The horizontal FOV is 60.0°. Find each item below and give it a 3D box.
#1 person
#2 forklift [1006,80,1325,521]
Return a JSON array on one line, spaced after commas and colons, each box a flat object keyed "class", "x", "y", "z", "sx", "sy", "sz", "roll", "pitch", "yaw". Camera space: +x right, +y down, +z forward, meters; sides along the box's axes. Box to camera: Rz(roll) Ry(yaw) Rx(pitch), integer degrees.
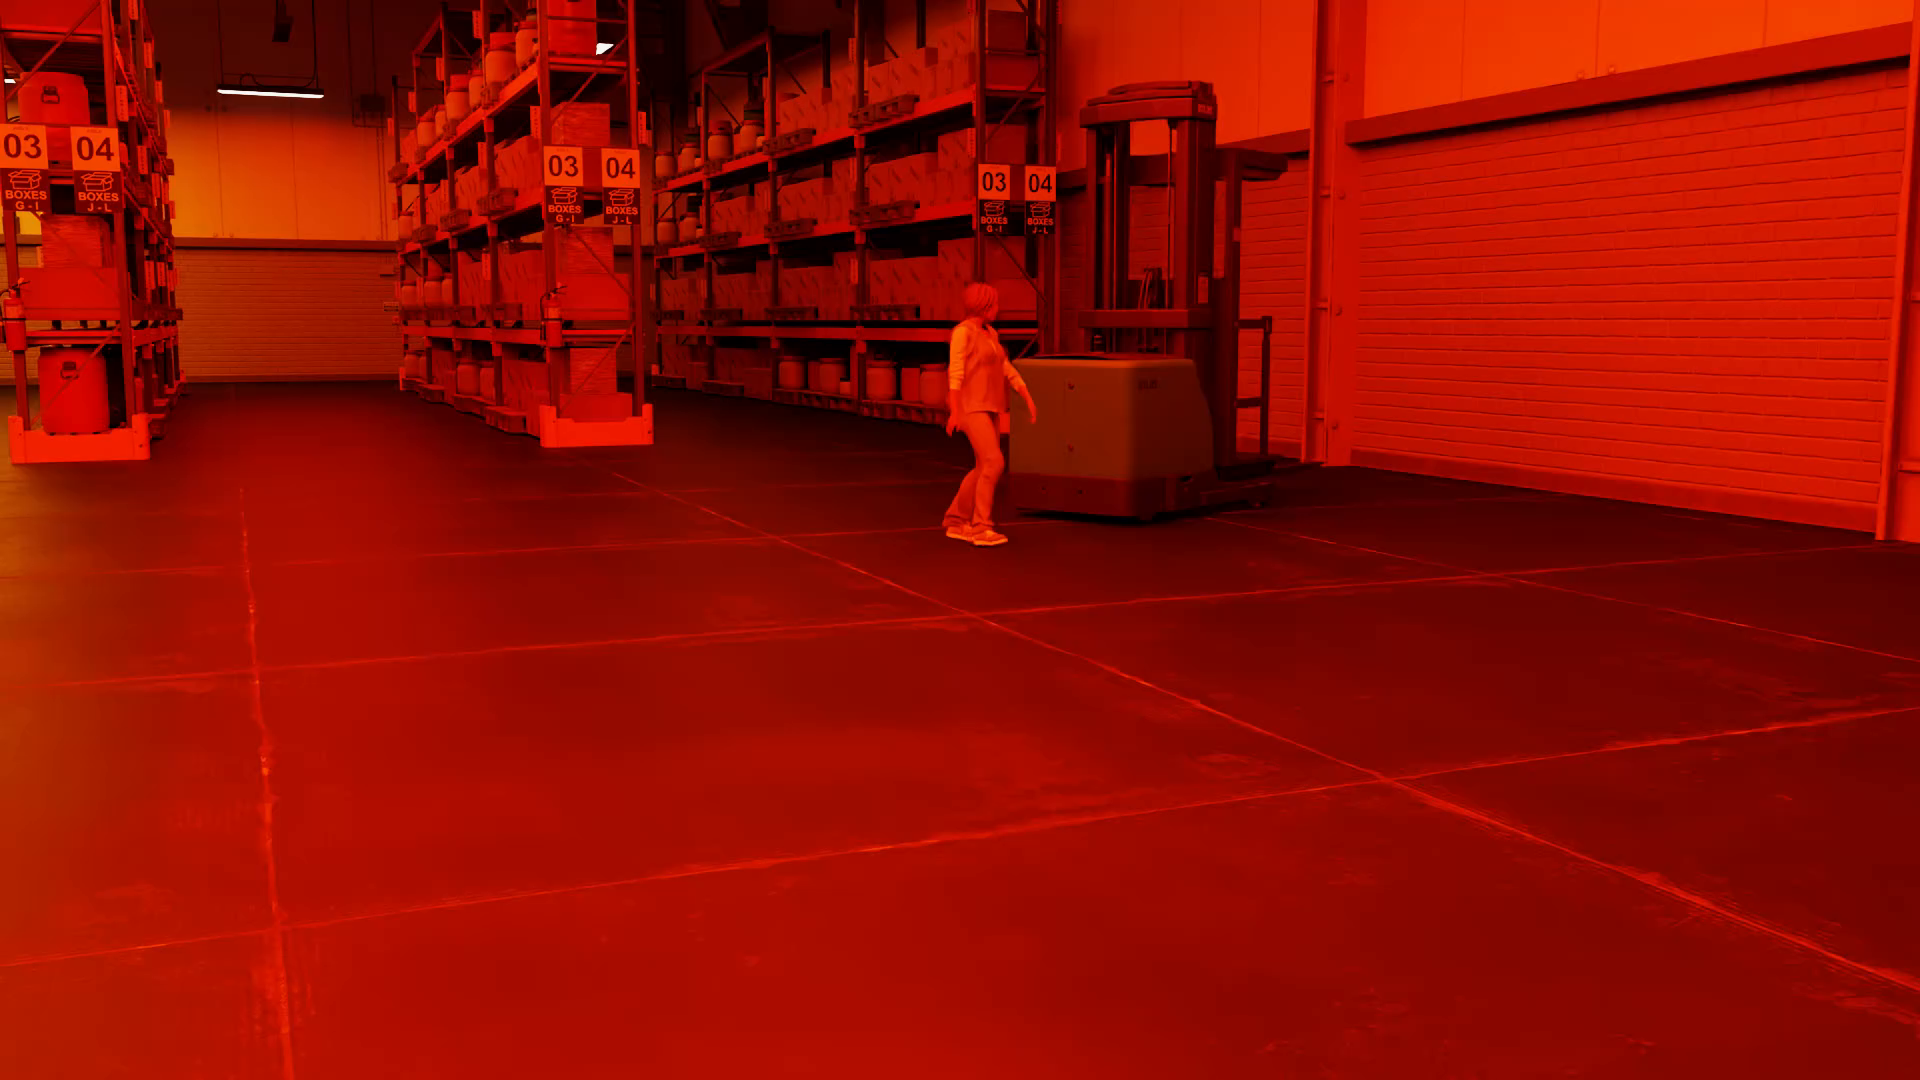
[{"class": "person", "x": 0.119, "y": -0.750, "z": 9.943, "sx": 0.586, "sy": 1.553, "sz": 0.528, "roll": 4, "pitch": 8, "yaw": 26}, {"class": "forklift", "x": 1.648, "y": -1.722, "z": 12.000, "sx": 1.130, "sy": 2.935, "sz": 3.031, "roll": 6, "pitch": 10, "yaw": 39}]
